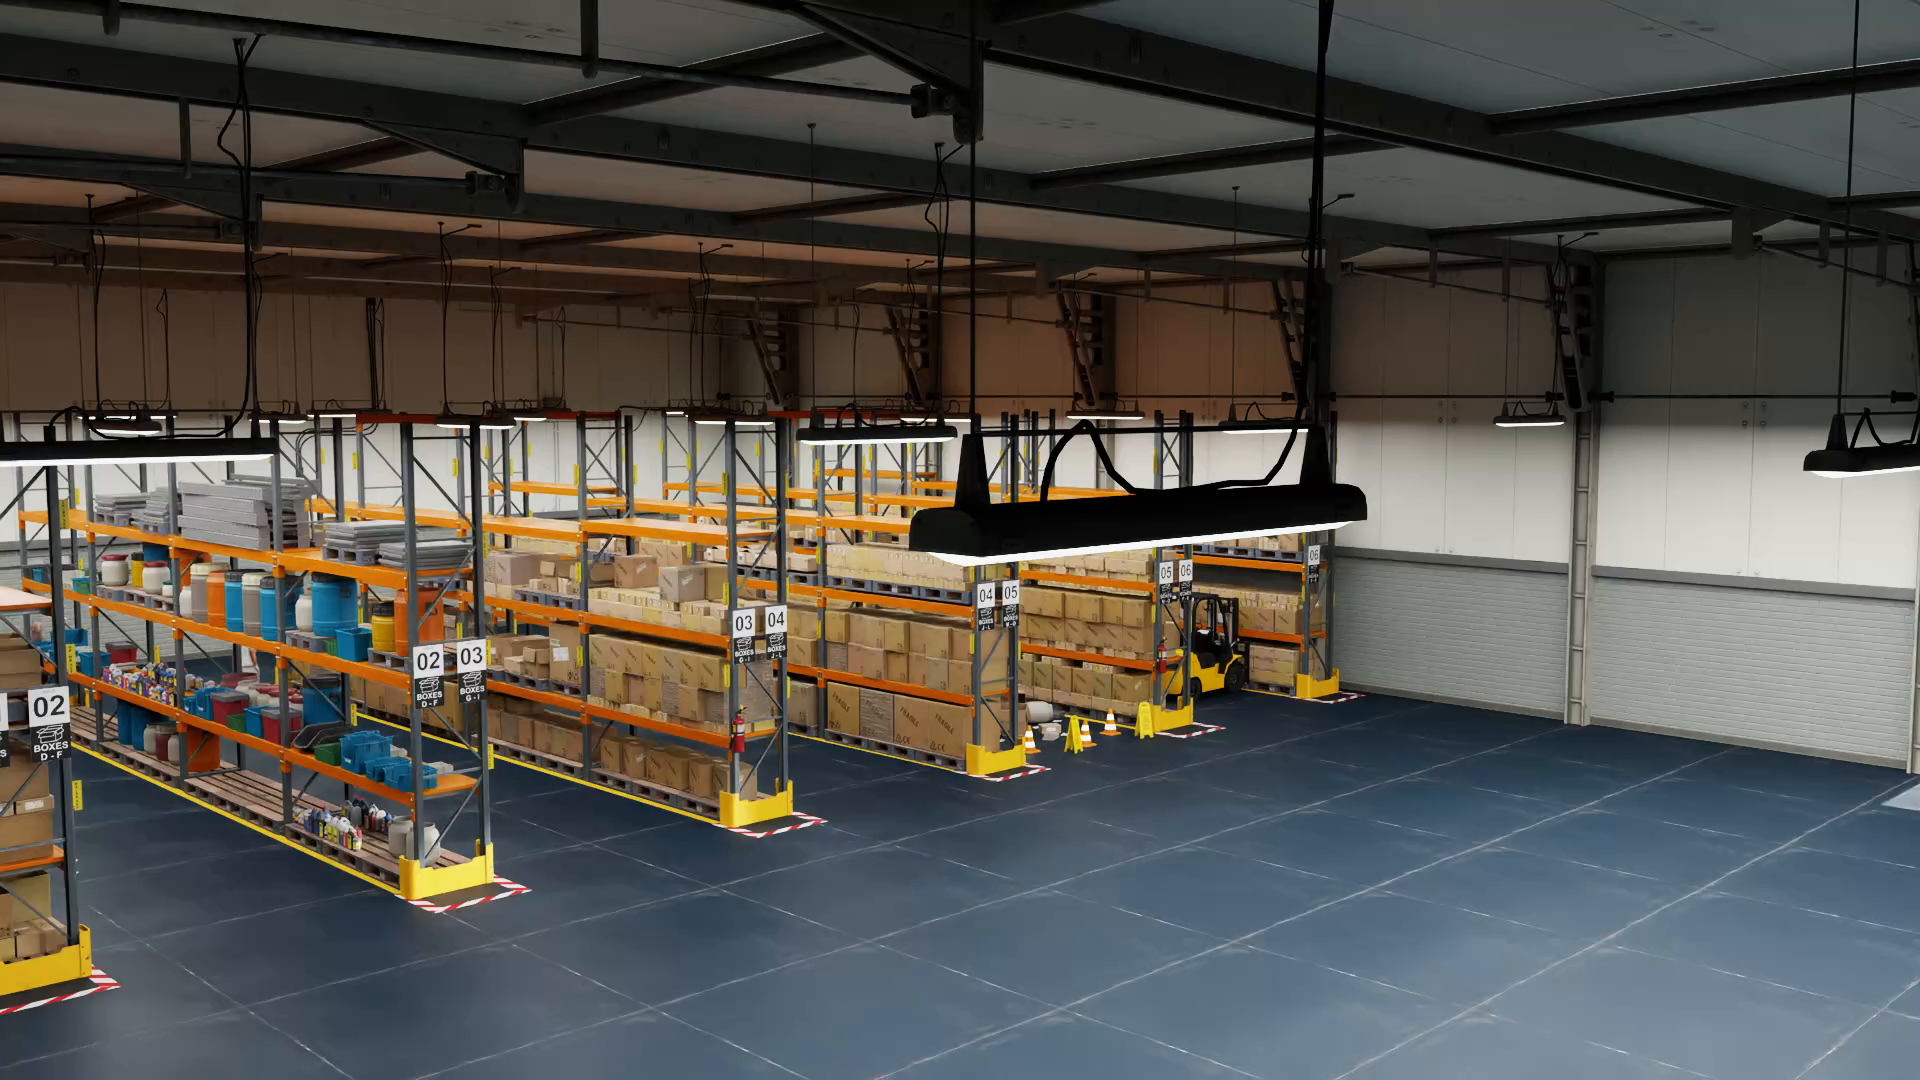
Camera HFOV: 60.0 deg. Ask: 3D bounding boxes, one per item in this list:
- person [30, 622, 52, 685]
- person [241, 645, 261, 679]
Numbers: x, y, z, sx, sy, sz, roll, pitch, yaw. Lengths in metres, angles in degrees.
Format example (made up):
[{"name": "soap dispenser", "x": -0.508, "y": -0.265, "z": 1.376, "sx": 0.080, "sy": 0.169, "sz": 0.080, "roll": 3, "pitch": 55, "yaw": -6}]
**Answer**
[{"name": "person", "x": -18.571, "y": 2.523, "z": 33.485, "sx": 0.568, "sy": 1.762, "sz": 0.624, "roll": -4, "pitch": 7, "yaw": -42}, {"name": "person", "x": -14.231, "y": 2.536, "z": 33.287, "sx": 0.621, "sy": 1.793, "sz": 0.426, "roll": 2, "pitch": 6, "yaw": 26}]
